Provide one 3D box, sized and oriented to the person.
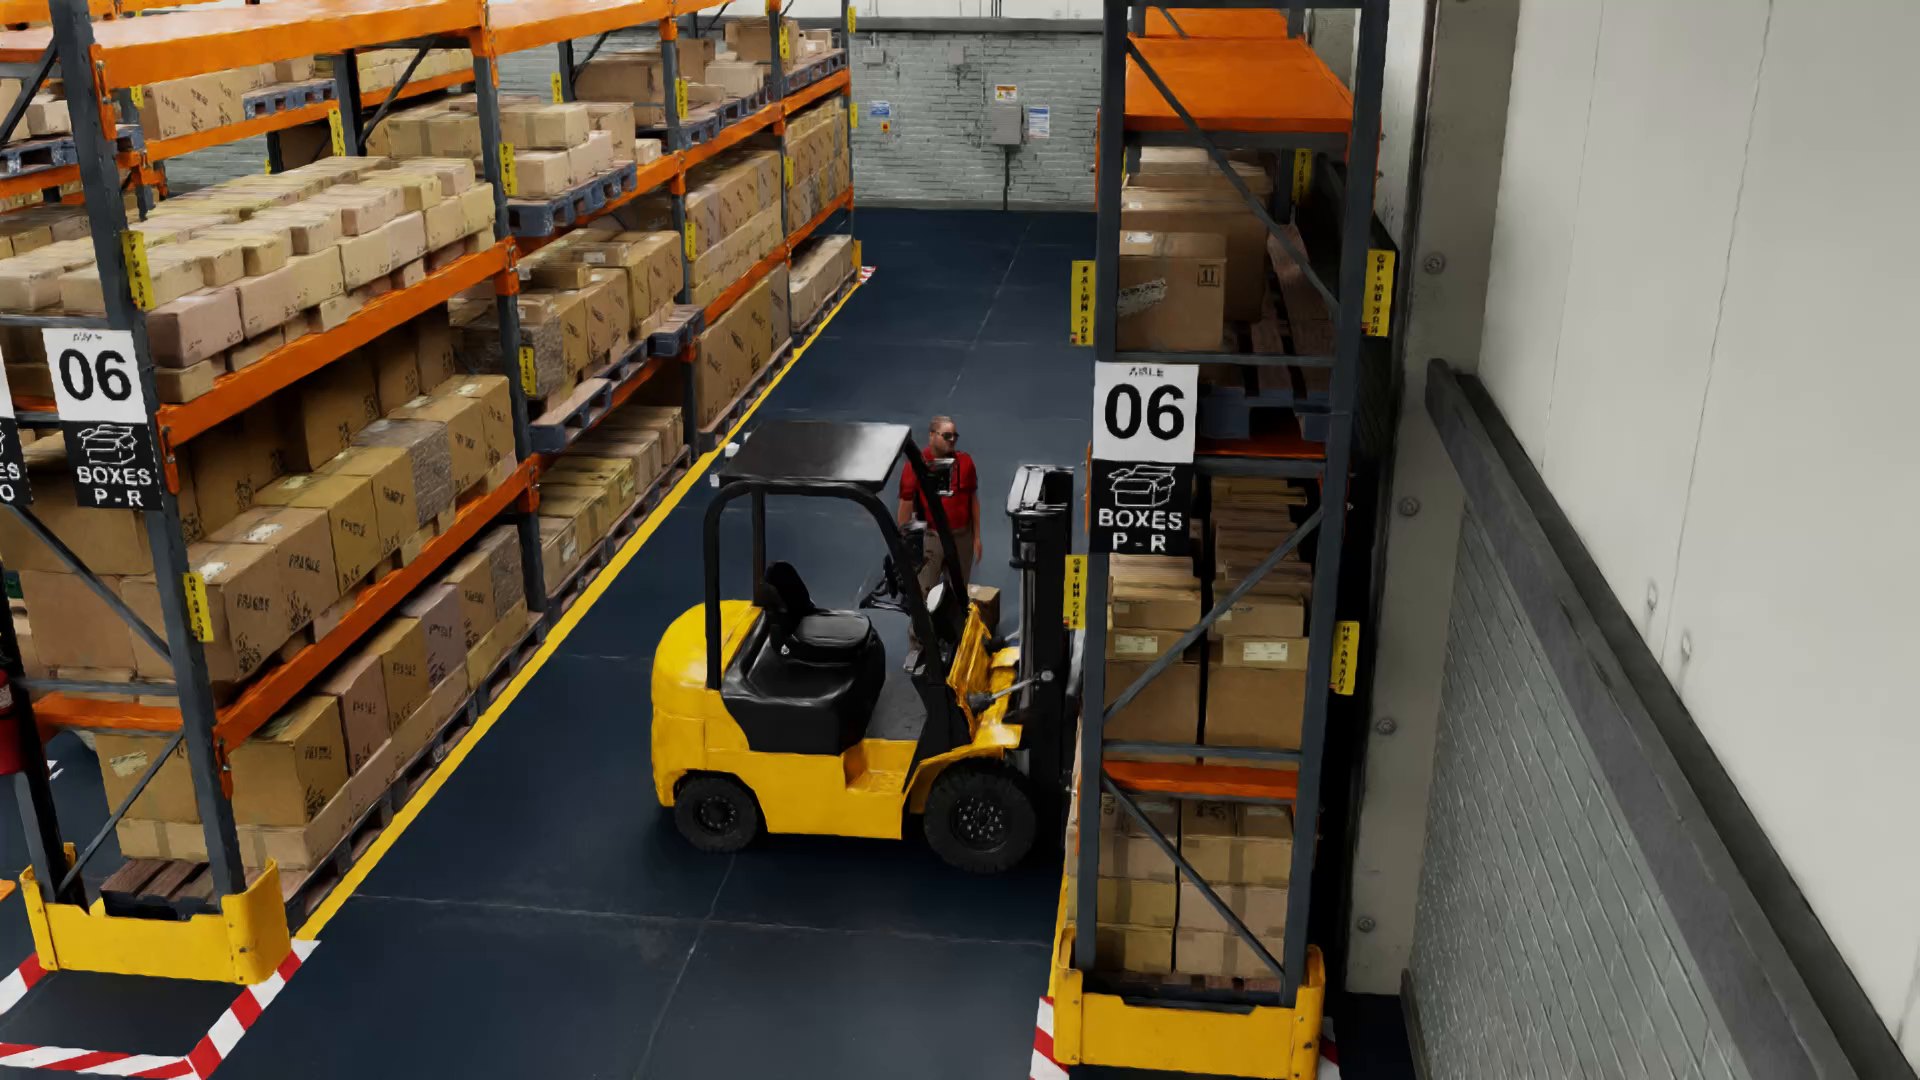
[{"bbox_3d":[-0.126,0.024,11.032,0.571,1.725,0.364,-8,22,-19],"label":"person"}]
